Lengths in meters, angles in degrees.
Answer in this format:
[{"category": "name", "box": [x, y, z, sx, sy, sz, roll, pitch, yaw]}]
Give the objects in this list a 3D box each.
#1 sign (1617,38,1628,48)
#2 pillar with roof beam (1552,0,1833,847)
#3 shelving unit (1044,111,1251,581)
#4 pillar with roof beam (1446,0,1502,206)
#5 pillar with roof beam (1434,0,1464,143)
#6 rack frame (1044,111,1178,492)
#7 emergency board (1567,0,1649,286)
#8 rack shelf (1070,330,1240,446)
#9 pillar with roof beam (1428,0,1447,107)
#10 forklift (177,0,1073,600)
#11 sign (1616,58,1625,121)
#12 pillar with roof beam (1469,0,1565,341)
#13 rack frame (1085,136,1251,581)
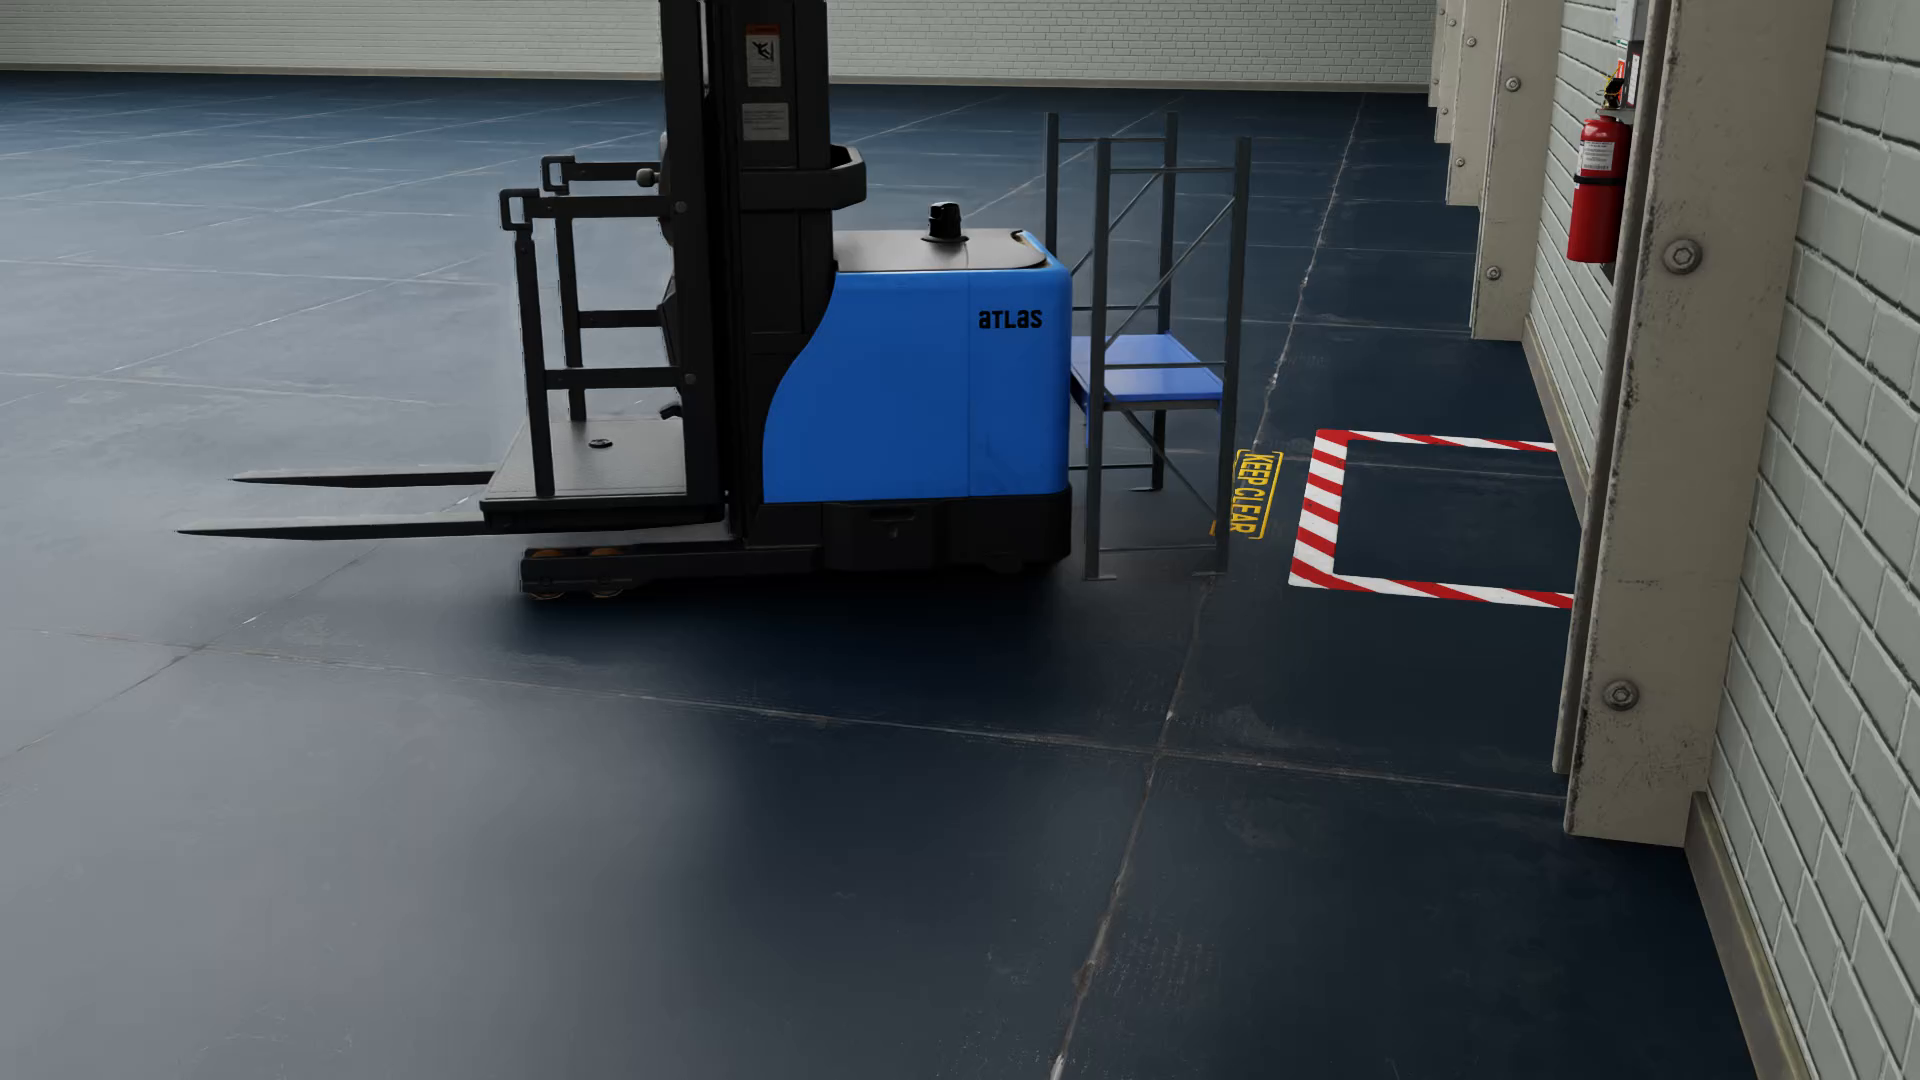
[{"category": "sign", "box": [2.549, -1.953, 6.388, 0.001, 0.109, 0.331, 5, 19, 13]}, {"category": "pillar with roof beam", "box": [-2.492, -3.928, 3.765, 9.100, 9.000, 0.400, 5, 19, 13]}, {"category": "shelving unit", "box": [0.631, -0.743, 6.044, 0.538, 1.500, 1.048, -2, 19, -6]}, {"category": "pillar with roof beam", "box": [0.440, -7.689, 14.777, 9.100, 9.000, 0.400, 5, 19, 13]}, {"category": "pillar with roof beam", "box": [1.906, -9.570, 20.283, 9.100, 9.000, 0.400, 5, 19, 13]}, {"category": "rack frame", "box": [0.577, -0.907, 6.522, 0.500, 1.500, 0.032, -2, 19, -6]}, {"category": "emergency board", "box": [2.324, -1.520, 5.998, 0.194, 1.169, 0.643, 5, 19, 13]}, {"category": "rack shelf", "box": [0.631, -0.573, 6.102, 0.538, 0.185, 1.000, -2, 19, -6]}, {"category": "pillar with roof beam", "box": [3.372, -11.450, 25.789, 9.100, 9.000, 0.400, 5, 19, 13]}, {"category": "forklift", "box": [-1.163, -1.365, 5.648, 3.031, 2.935, 1.130, -2, 19, -6]}, {"category": "sign", "box": [2.559, -1.703, 6.476, 0.001, 0.329, 0.234, 5, 19, 13]}, {"category": "pillar with roof beam", "box": [-1.026, -5.808, 9.271, 9.100, 9.000, 0.400, 5, 19, 13]}, {"category": "rack frame", "box": [0.685, -0.580, 5.566, 0.500, 1.500, 0.032, -2, 19, -6]}]
